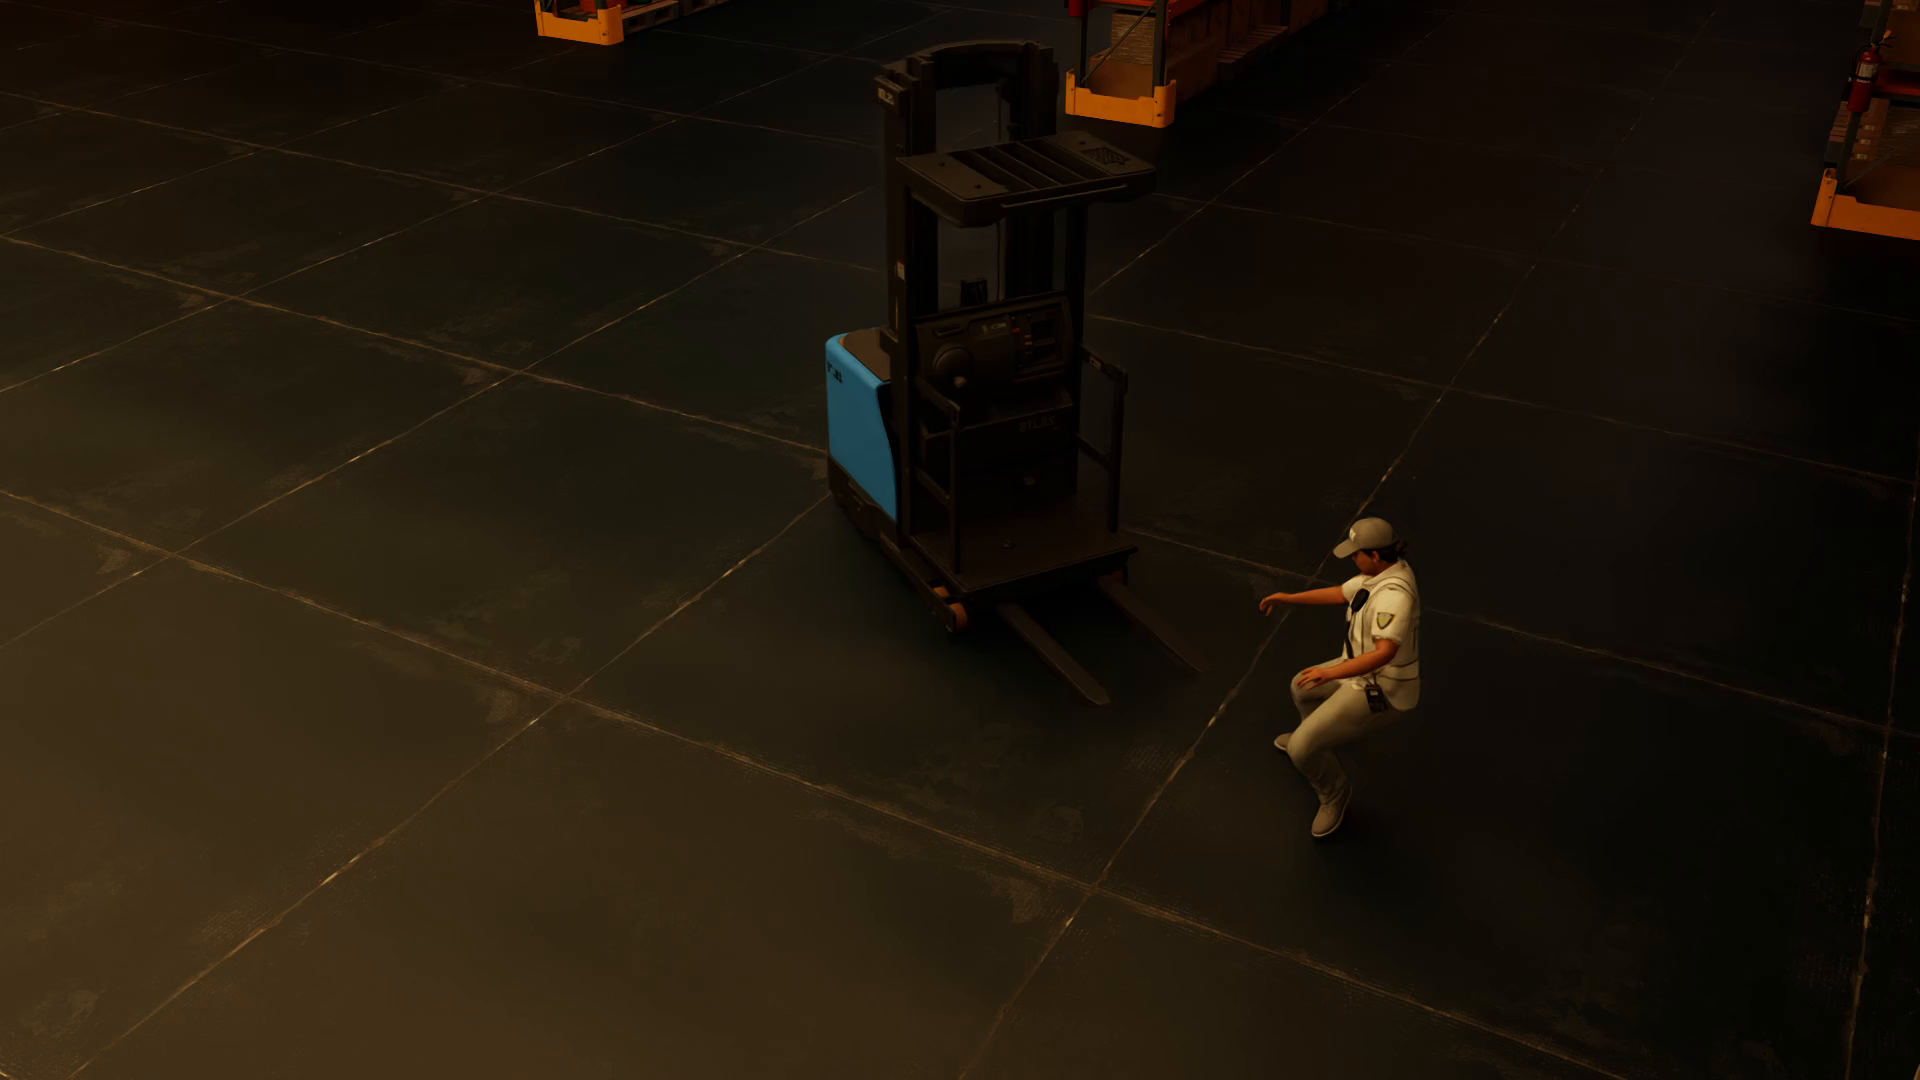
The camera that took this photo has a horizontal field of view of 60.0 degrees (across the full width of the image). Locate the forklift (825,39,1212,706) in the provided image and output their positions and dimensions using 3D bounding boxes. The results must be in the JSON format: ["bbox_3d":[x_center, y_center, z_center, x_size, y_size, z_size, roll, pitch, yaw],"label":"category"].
[{"bbox_3d":[0.293,-1.015,8.830,1.130,2.935,3.031,-14,33,-23],"label":"forklift"}]

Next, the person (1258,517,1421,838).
[{"bbox_3d":[1.702,0.581,7.528,0.726,1.463,0.908,5,30,8],"label":"person"}]
